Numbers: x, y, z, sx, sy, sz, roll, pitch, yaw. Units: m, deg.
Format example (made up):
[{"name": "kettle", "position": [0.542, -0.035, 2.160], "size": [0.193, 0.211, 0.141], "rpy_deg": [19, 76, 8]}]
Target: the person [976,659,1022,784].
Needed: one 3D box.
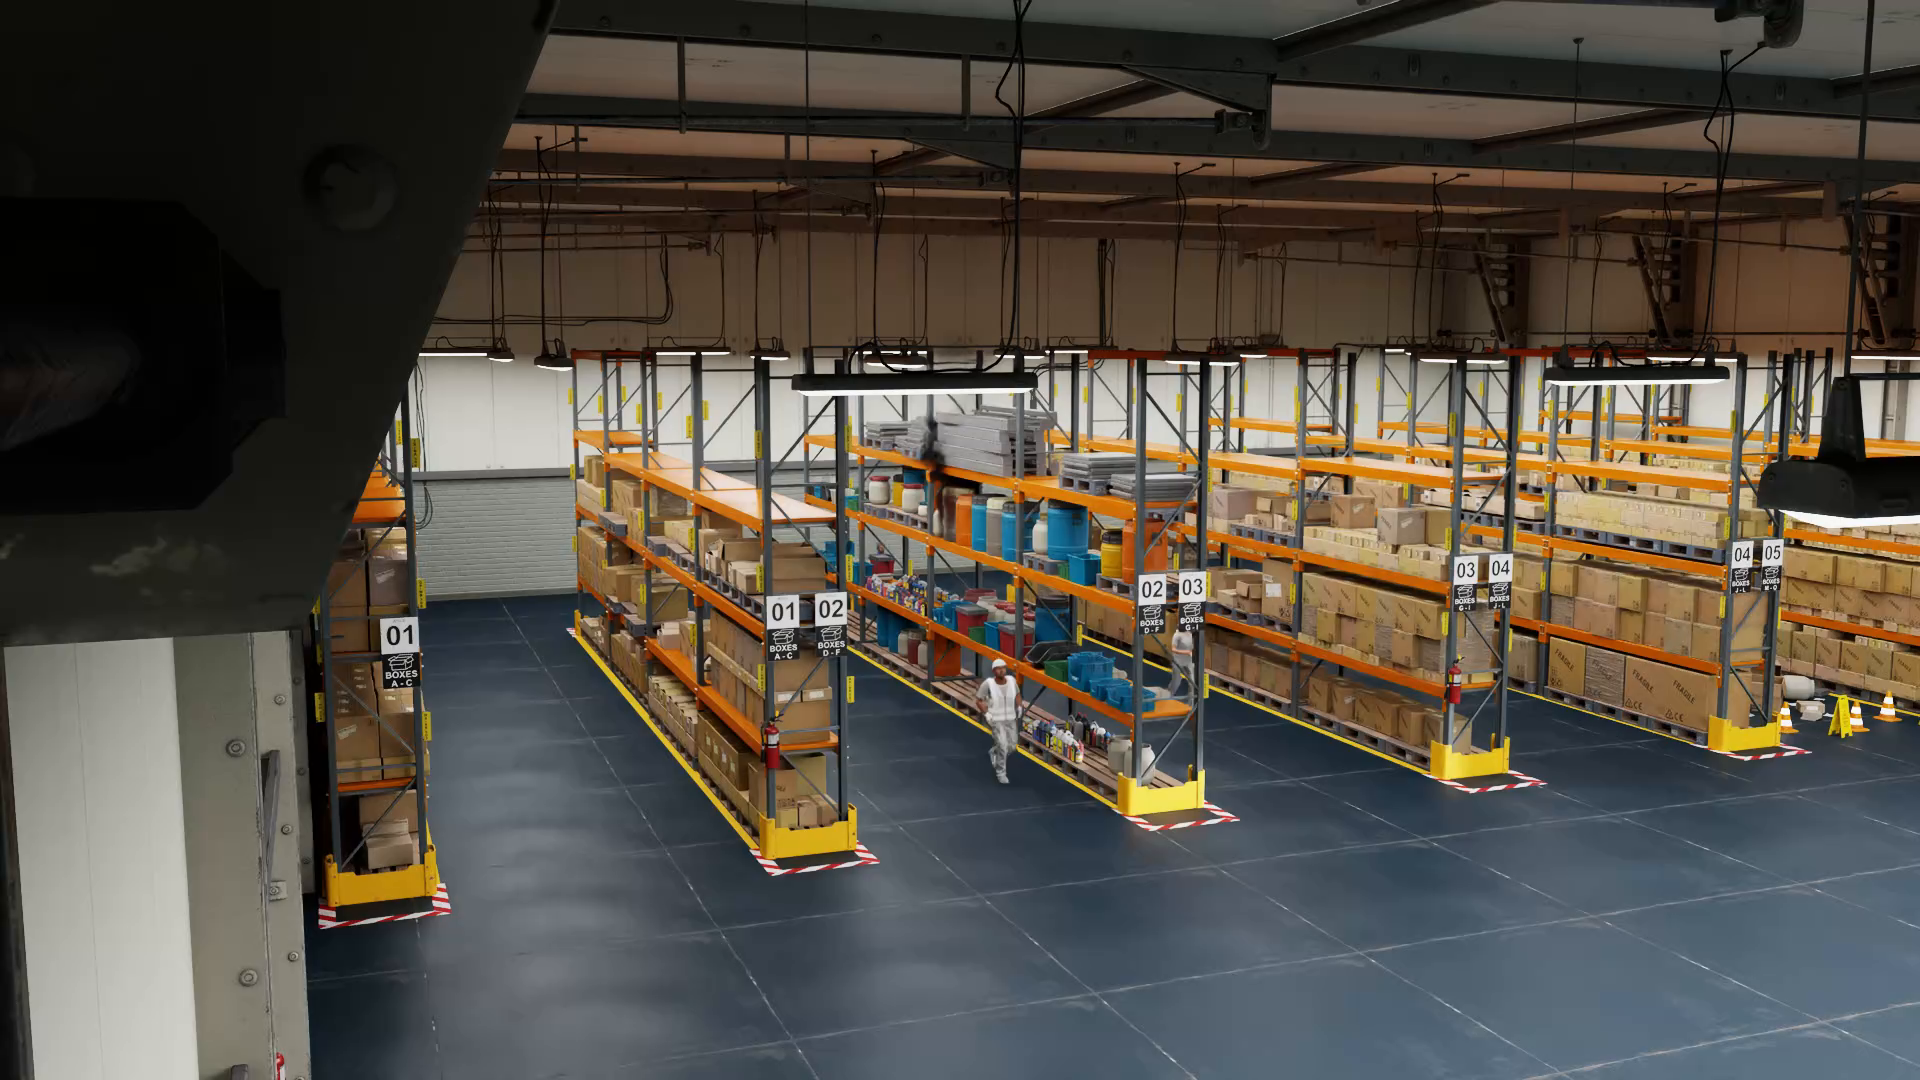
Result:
[{"name": "person", "position": [0.565, 2.543, 23.621], "size": [0.676, 1.753, 0.648], "rpy_deg": [-3, 8, -23]}]

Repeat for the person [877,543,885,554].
[{"name": "person", "position": [-1.771, 0.837, 37.940], "size": [0.607, 1.561, 0.728], "rpy_deg": [4, 8, 30]}]

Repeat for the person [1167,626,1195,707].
[{"name": "person", "position": [3.675, 2.074, 27.567], "size": [0.518, 1.696, 0.887], "rpy_deg": [-3, 8, -24]}]
